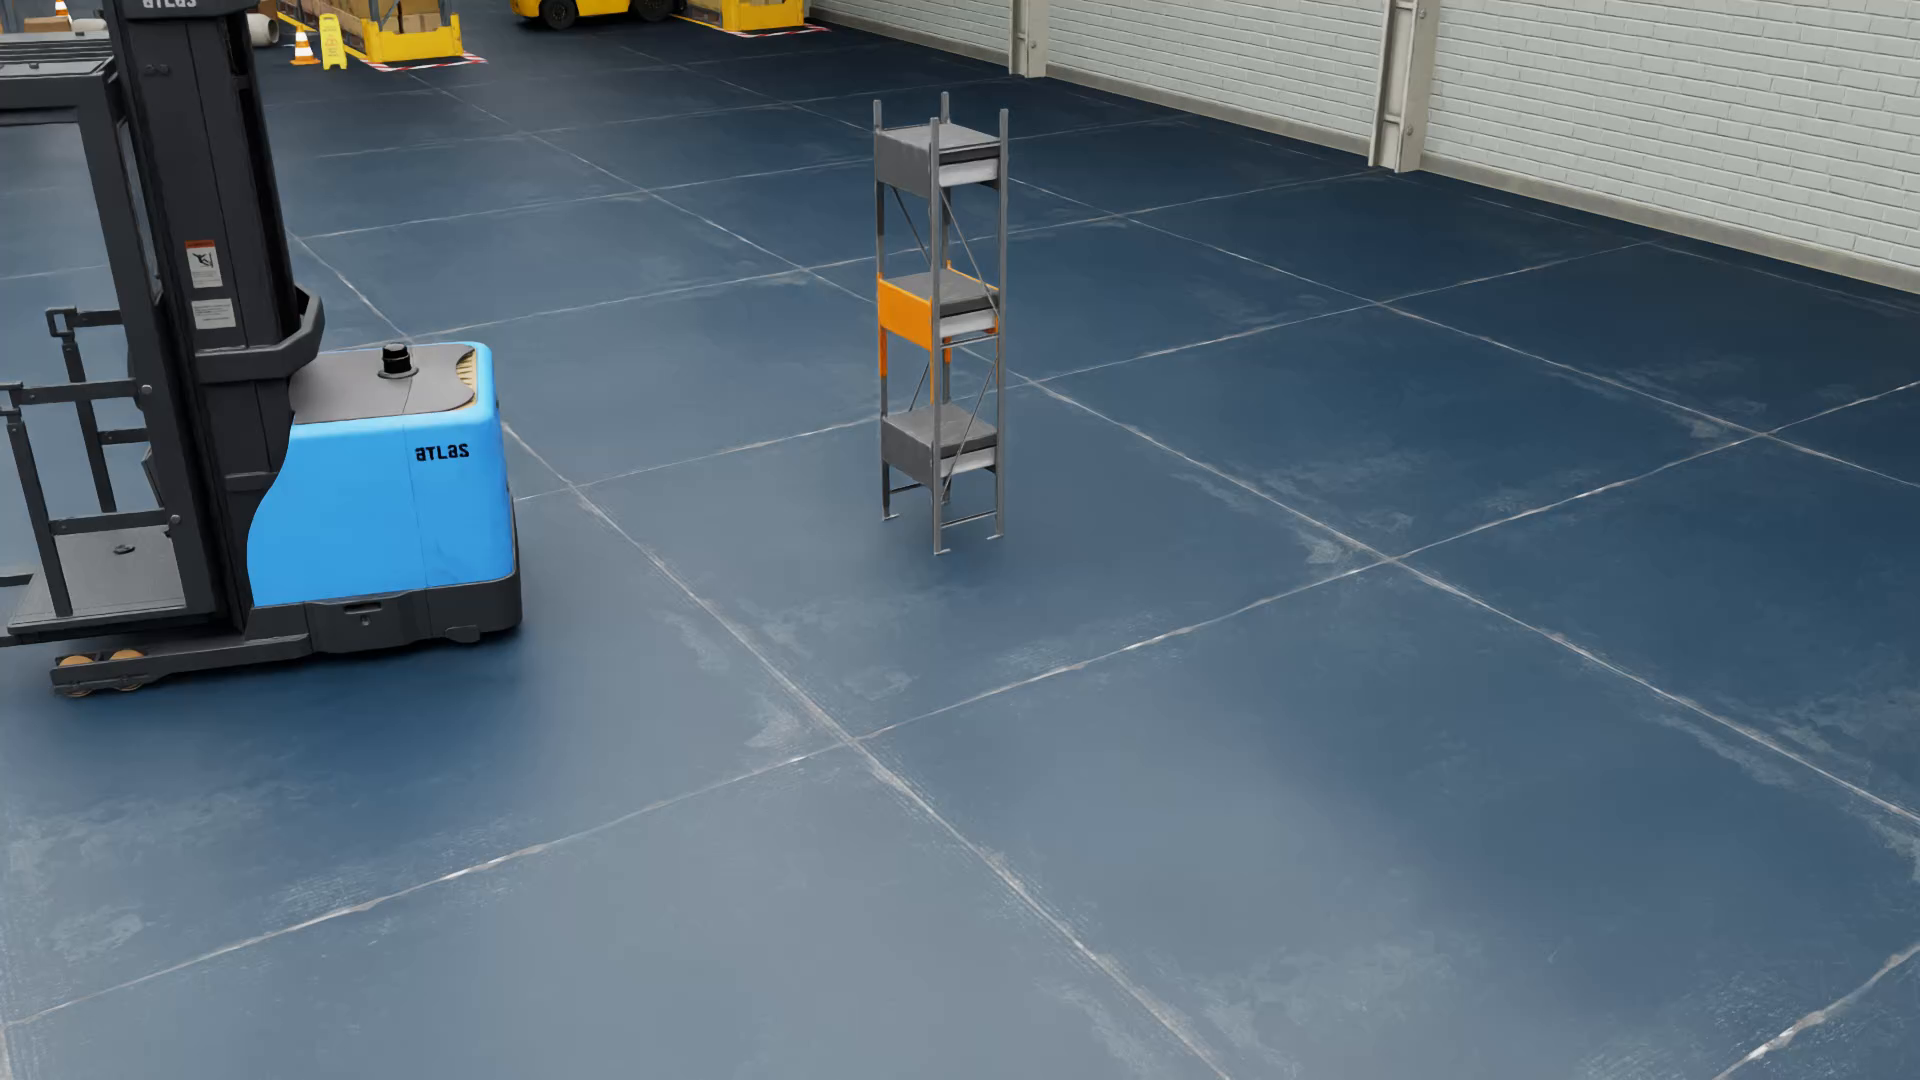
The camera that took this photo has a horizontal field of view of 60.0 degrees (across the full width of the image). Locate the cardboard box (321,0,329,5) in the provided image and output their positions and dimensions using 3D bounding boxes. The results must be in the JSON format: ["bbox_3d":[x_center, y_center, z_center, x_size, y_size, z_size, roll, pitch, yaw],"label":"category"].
[{"bbox_3d":[-8.480,-7.624,22.737,0.500,0.500,0.500,-14,29,-27],"label":"cardboard box"}]

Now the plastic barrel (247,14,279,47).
[{"bbox_3d":[-9.373,-6.777,22.110,0.512,0.421,0.421,3,25,6],"label":"plastic barrel"}]

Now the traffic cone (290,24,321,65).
[{"bbox_3d":[-8.292,-6.262,20.973,0.336,0.463,0.334,-16,29,-30],"label":"traffic cone"}]

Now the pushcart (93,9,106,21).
[{"bbox_3d":[-11.043,-7.252,23.170,0.936,0.377,1.648,18,31,33],"label":"pushcart"}]

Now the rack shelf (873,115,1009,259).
[{"bbox_3d":[-0.090,-1.629,7.634,0.431,0.518,0.480,-16,29,-30],"label":"rack shelf"}]

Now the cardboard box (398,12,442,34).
[{"bbox_3d":[-7.185,-6.856,21.988,0.500,0.250,0.500,-16,30,-30],"label":"cardboard box"}]

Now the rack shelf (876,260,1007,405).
[{"bbox_3d":[-0.090,-0.996,7.933,0.431,0.518,0.480,-16,29,-30],"label":"rack shelf"}]

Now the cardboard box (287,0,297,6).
[{"bbox_3d":[-9.448,-8.176,24.641,0.950,0.372,0.625,-15,29,-29],"label":"cardboard box"}]

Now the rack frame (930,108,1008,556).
[{"bbox_3d":[0.043,-0.921,7.742,0.400,2.100,0.015,-16,29,-30],"label":"rack frame"}]

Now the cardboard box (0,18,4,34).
[{"bbox_3d":[-11.494,-5.823,19.068,0.875,0.875,0.875,-15,29,-29],"label":"cardboard box"}]

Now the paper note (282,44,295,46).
[{"bbox_3d":[-8.970,-6.633,22.264,0.148,0.019,0.142,18,31,33],"label":"paper note"}]

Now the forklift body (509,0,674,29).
[{"bbox_3d":[-5.383,-8.584,23.913,2.313,2.155,1.214,-16,29,-30],"label":"forklift body"}]

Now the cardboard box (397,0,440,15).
[{"bbox_3d":[-7.199,-7.203,21.845,0.500,0.500,0.500,-17,30,-31],"label":"cardboard box"}]

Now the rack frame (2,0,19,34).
[{"bbox_3d":[-11.069,-6.367,18.222,1.000,3.000,0.127,-16,29,-30],"label":"rack frame"}]

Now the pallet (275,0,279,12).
[{"bbox_3d":[-10.256,-8.441,25.883,1.003,0.211,1.213,-16,29,-30],"label":"pallet"}]

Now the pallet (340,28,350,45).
[{"bbox_3d":[-8.094,-7.057,22.952,1.003,0.211,1.213,-16,29,-30],"label":"pallet"}]

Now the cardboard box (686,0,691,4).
[{"bbox_3d":[-3.870,-8.116,24.658,0.500,0.250,0.500,-15,29,-29],"label":"cardboard box"}]

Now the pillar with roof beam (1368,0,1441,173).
[{"bbox_3d":[0.499,-6.591,11.670,9.100,9.000,0.400,-16,29,-30],"label":"pillar with roof beam"}]

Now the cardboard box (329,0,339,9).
[{"bbox_3d":[-8.190,-7.436,22.338,0.500,0.500,0.500,-16,30,-31],"label":"cardboard box"}]

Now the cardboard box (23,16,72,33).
[{"bbox_3d":[-11.545,-6.352,21.117,0.500,0.500,0.500,-10,27,-21],"label":"cardboard box"}]

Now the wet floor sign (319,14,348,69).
[{"bbox_3d":[-7.769,-6.174,20.573,0.267,0.644,0.232,-6,26,-12],"label":"wet floor sign"}]

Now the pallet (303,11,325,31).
[{"bbox_3d":[-8.764,-7.494,23.877,1.003,0.211,1.213,-16,29,-30],"label":"pallet"}]

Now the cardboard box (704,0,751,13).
[{"bbox_3d":[-3.341,-7.755,23.893,0.500,0.250,0.500,-15,29,-29],"label":"cardboard box"}]

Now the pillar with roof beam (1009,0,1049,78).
[{"bbox_3d":[-2.776,-8.737,16.216,9.100,9.000,0.400,-16,29,-30],"label":"pillar with roof beam"}]

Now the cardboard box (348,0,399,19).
[{"bbox_3d":[-7.632,-7.068,21.558,0.500,0.500,0.500,-15,29,-29],"label":"cardboard box"}]

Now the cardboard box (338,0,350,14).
[{"bbox_3d":[-7.920,-7.253,21.952,0.500,0.500,0.500,-14,29,-28],"label":"cardboard box"}]

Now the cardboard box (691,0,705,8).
[{"bbox_3d":[-3.604,-7.935,24.275,0.500,0.250,0.500,-16,29,-30],"label":"cardboard box"}]

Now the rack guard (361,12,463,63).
[{"bbox_3d":[-7.018,-6.453,21.334,1.175,0.500,0.348,-16,29,-30],"label":"rack guard"}]

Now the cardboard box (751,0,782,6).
[{"bbox_3d":[-2.924,-7.882,24.162,0.500,0.250,0.500,-15,29,-29],"label":"cardboard box"}]

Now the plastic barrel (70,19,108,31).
[{"bbox_3d":[-11.348,-6.584,21.701,0.512,0.421,0.421,3,25,6],"label":"plastic barrel"}]

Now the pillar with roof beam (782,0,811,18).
[{"bbox_3d":[-6.052,-10.883,20.762,9.100,9.000,0.400,-16,29,-30],"label":"pillar with roof beam"}]

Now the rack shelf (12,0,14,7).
[{"bbox_3d":[-12.160,-6.757,19.891,1.077,0.370,4.000,-16,29,-30],"label":"rack shelf"}]

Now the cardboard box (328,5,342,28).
[{"bbox_3d":[-8.210,-7.102,22.510,0.500,0.250,0.500,-17,30,-31],"label":"cardboard box"}]

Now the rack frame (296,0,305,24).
[{"bbox_3d":[-9.160,-8.987,23.773,1.000,3.000,0.127,-16,29,-30],"label":"rack frame"}]

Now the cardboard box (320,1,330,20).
[{"bbox_3d":[-8.472,-7.282,22.891,0.500,0.250,0.500,-16,30,-30],"label":"cardboard box"}]

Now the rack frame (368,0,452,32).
[{"bbox_3d":[-6.976,-7.556,20.743,1.000,3.000,0.127,-16,29,-30],"label":"rack frame"}]

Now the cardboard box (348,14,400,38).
[{"bbox_3d":[-7.656,-6.738,21.738,0.500,0.250,0.500,-16,29,-30],"label":"cardboard box"}]

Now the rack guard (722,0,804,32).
[{"bbox_3d":[-2.807,-7.575,23.711,1.175,0.500,0.348,-16,29,-30],"label":"rack guard"}]

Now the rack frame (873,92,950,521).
[{"bbox_3d":[-0.224,-1.096,8.112,0.400,2.100,0.015,-16,29,-30],"label":"rack frame"}]

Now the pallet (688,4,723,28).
[{"bbox_3d":[-3.272,-7.717,24.350,1.003,0.211,1.213,-16,29,-30],"label":"pallet"}]

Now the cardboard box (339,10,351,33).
[{"bbox_3d":[-7.919,-6.916,22.116,0.500,0.250,0.500,-15,29,-29],"label":"cardboard box"}]

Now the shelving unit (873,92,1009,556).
[{"bbox_3d":[-0.090,-1.009,7.927,0.431,2.100,0.503,-16,29,-30],"label":"shelving unit"}]

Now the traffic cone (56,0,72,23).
[{"bbox_3d":[-12.719,-7.482,23.556,0.336,0.463,0.334,-16,29,-30],"label":"traffic cone"}]

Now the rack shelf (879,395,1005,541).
[{"bbox_3d":[-0.090,-0.363,8.232,0.431,0.518,0.480,-16,29,-30],"label":"rack shelf"}]

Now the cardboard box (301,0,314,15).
[{"bbox_3d":[-9.064,-7.659,23.690,0.500,0.250,0.500,-17,30,-32],"label":"cardboard box"}]

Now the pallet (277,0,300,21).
[{"bbox_3d":[-9.586,-8.004,24.958,1.003,0.211,1.213,-16,29,-30],"label":"pallet"}]

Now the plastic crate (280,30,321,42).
[{"bbox_3d":[-8.990,-6.914,22.802,0.583,0.080,0.402,18,31,33],"label":"plastic crate"}]

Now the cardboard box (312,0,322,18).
[{"bbox_3d":[-8.763,-7.471,23.291,0.500,0.250,0.500,-14,29,-27],"label":"cardboard box"}]

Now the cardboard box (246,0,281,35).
[{"bbox_3d":[-9.715,-7.157,22.823,0.500,0.500,0.500,3,25,6],"label":"cardboard box"}]

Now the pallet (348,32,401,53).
[{"bbox_3d":[-7.432,-6.621,22.029,1.003,0.211,1.213,-16,29,-30],"label":"pallet"}]

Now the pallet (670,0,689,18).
[{"bbox_3d":[-3.934,-8.153,25.273,1.003,0.211,1.213,-16,29,-30],"label":"pallet"}]

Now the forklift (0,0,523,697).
[{"bbox_3d":[-3.508,-0.926,6.779,3.031,2.935,1.130,-6,26,-13],"label":"forklift"}]
